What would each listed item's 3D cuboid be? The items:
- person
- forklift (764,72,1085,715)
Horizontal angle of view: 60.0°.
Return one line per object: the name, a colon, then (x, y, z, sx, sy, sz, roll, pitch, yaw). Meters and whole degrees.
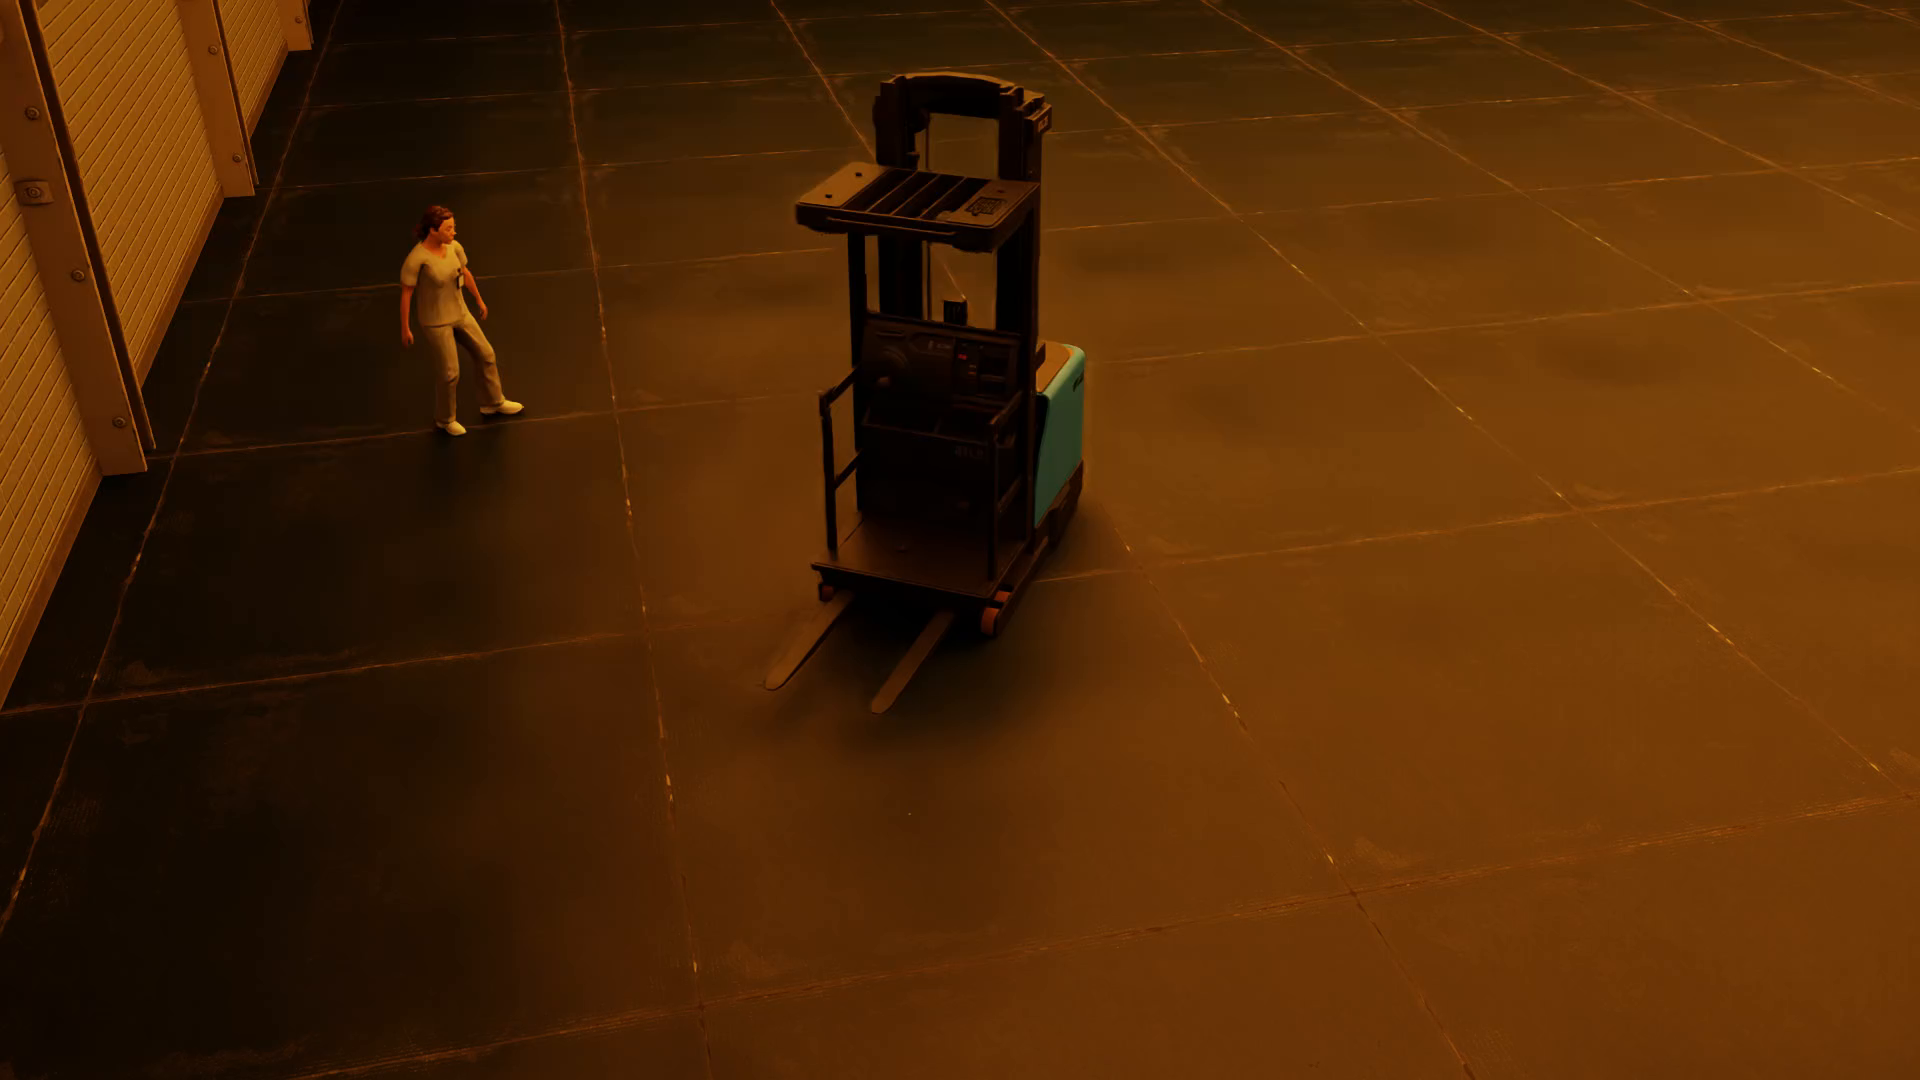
person: (-3.529, -1.543, 11.529, 0.367, 1.647, 0.758, 18, 35, 28)
forklift: (-0.189, -0.951, 9.217, 1.130, 2.935, 3.031, 11, 32, 18)
